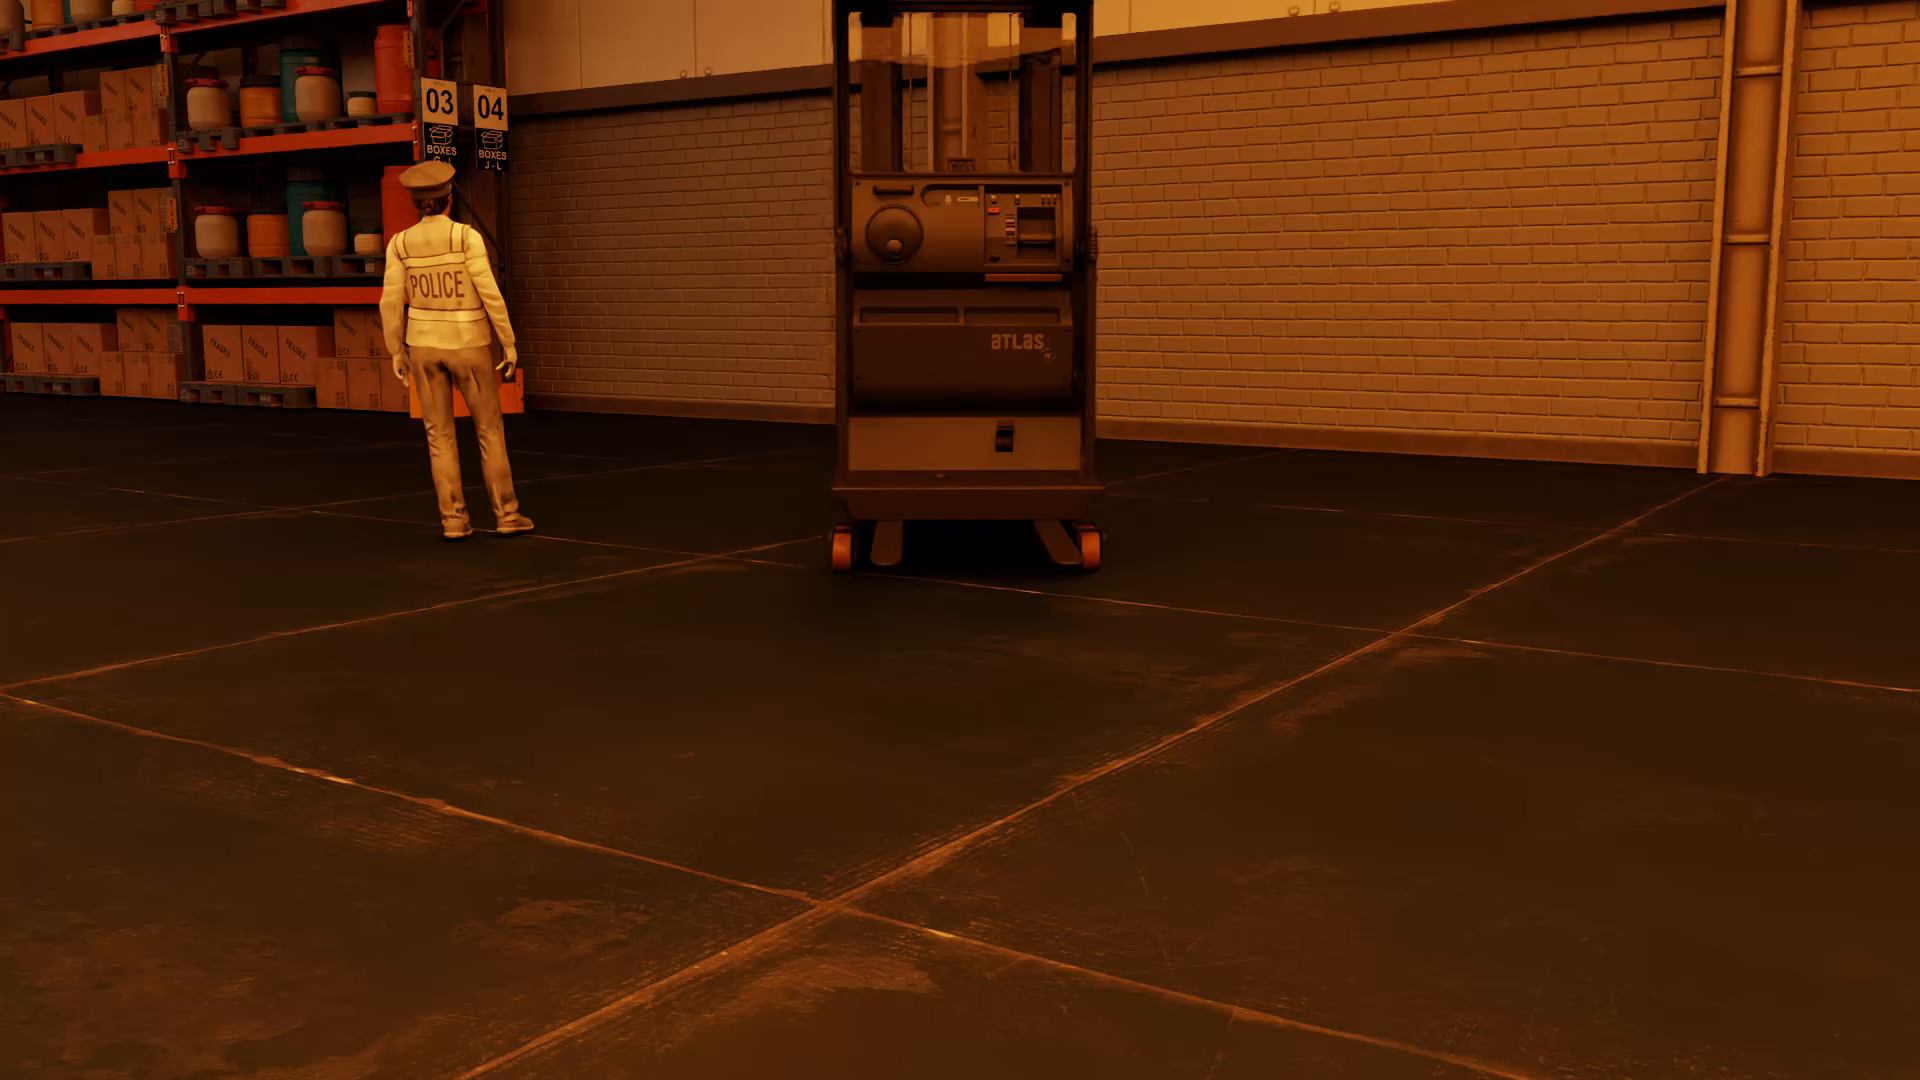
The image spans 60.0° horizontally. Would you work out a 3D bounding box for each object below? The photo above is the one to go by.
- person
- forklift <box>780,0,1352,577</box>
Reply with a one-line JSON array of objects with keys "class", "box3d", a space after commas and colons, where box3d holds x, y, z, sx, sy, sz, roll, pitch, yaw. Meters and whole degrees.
[{"class": "person", "box3d": [-2.297, -0.857, 7.560, 0.583, 1.695, 0.534, 0, 8, 0]}, {"class": "forklift", "box3d": [0.331, -1.378, 6.885, 1.130, 2.935, 3.031, -5, 9, -31]}]
